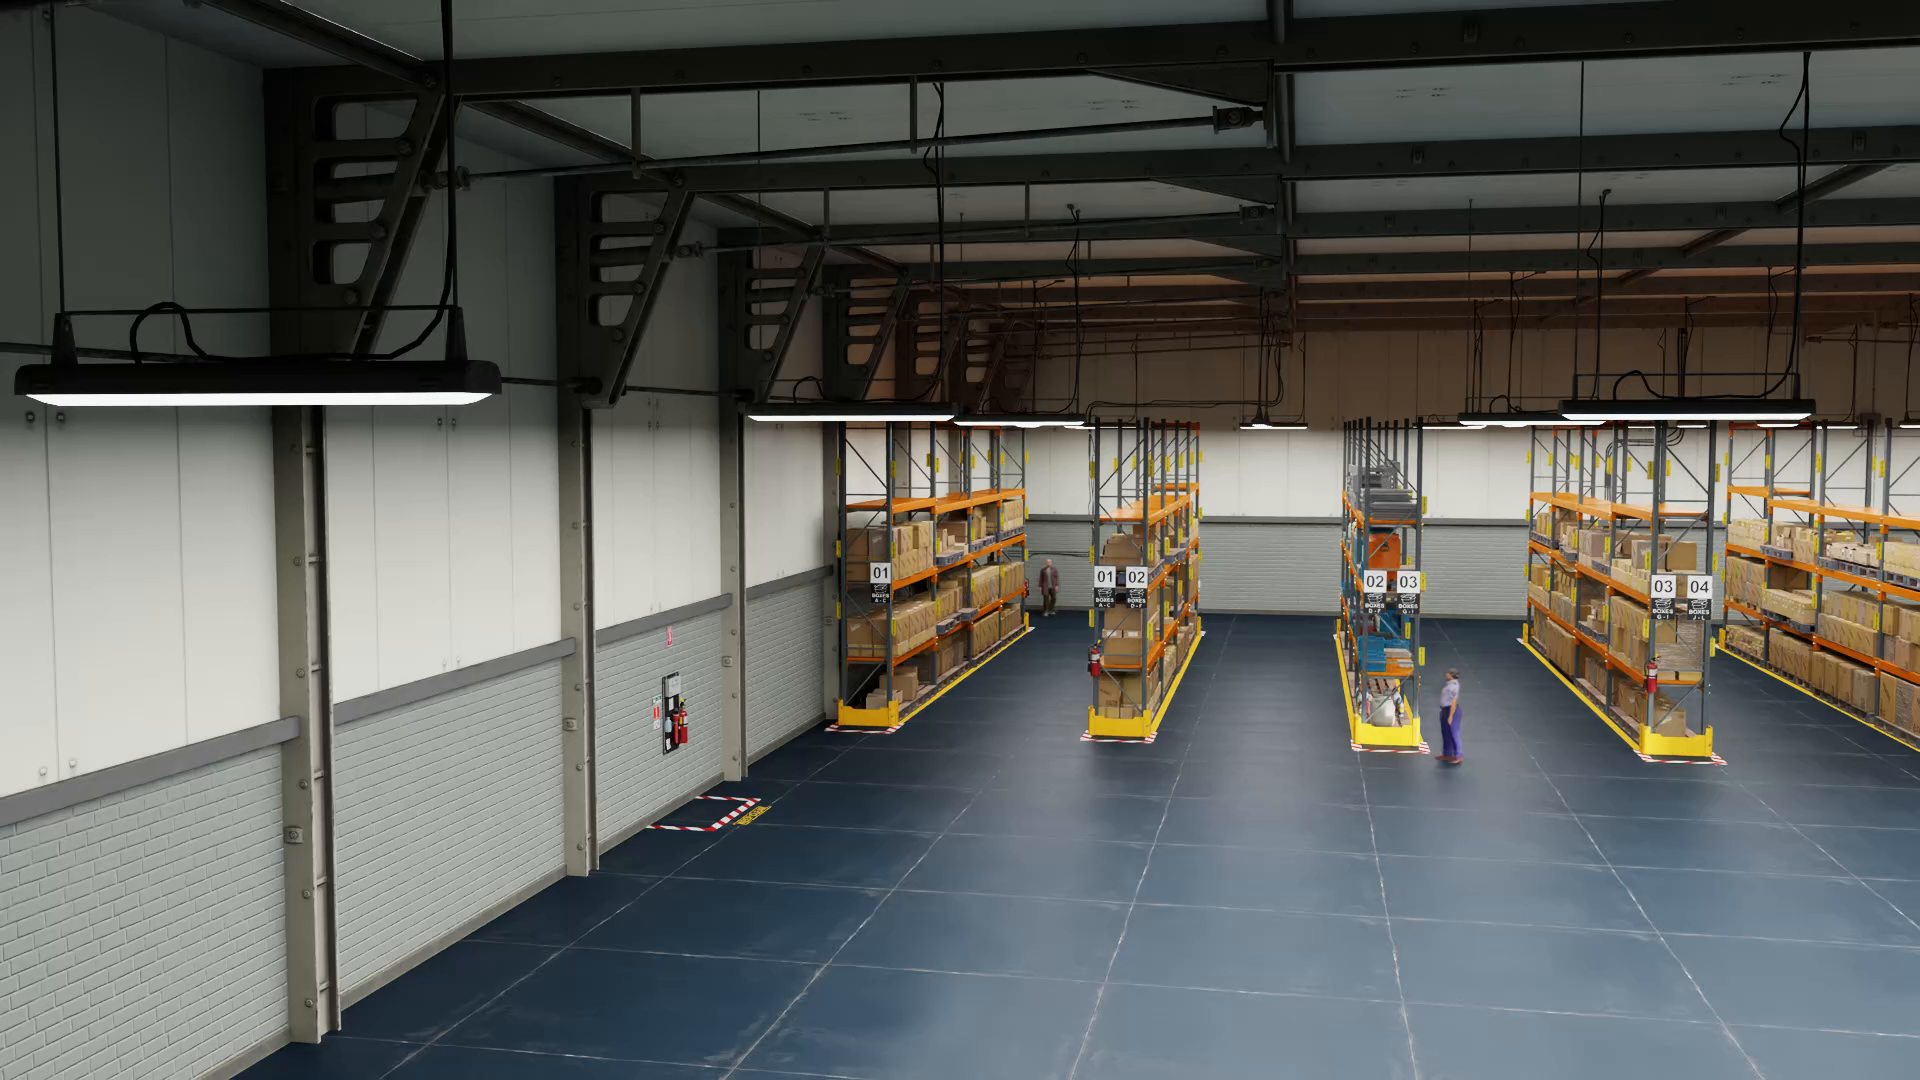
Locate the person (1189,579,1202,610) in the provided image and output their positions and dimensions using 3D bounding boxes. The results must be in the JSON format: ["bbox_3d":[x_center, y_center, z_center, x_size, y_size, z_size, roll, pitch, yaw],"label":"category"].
[{"bbox_3d":[6.744,1.715,48.303,0.555,1.786,0.510,0,4,6],"label":"person"}]

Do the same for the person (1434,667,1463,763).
[{"bbox_3d":[8.509,3.030,28.844,0.401,1.641,0.572,0,4,-7],"label":"person"}]

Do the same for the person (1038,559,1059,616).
[{"bbox_3d":[2.769,1.475,51.772,0.613,1.791,0.473,-1,4,-16],"label":"person"}]
